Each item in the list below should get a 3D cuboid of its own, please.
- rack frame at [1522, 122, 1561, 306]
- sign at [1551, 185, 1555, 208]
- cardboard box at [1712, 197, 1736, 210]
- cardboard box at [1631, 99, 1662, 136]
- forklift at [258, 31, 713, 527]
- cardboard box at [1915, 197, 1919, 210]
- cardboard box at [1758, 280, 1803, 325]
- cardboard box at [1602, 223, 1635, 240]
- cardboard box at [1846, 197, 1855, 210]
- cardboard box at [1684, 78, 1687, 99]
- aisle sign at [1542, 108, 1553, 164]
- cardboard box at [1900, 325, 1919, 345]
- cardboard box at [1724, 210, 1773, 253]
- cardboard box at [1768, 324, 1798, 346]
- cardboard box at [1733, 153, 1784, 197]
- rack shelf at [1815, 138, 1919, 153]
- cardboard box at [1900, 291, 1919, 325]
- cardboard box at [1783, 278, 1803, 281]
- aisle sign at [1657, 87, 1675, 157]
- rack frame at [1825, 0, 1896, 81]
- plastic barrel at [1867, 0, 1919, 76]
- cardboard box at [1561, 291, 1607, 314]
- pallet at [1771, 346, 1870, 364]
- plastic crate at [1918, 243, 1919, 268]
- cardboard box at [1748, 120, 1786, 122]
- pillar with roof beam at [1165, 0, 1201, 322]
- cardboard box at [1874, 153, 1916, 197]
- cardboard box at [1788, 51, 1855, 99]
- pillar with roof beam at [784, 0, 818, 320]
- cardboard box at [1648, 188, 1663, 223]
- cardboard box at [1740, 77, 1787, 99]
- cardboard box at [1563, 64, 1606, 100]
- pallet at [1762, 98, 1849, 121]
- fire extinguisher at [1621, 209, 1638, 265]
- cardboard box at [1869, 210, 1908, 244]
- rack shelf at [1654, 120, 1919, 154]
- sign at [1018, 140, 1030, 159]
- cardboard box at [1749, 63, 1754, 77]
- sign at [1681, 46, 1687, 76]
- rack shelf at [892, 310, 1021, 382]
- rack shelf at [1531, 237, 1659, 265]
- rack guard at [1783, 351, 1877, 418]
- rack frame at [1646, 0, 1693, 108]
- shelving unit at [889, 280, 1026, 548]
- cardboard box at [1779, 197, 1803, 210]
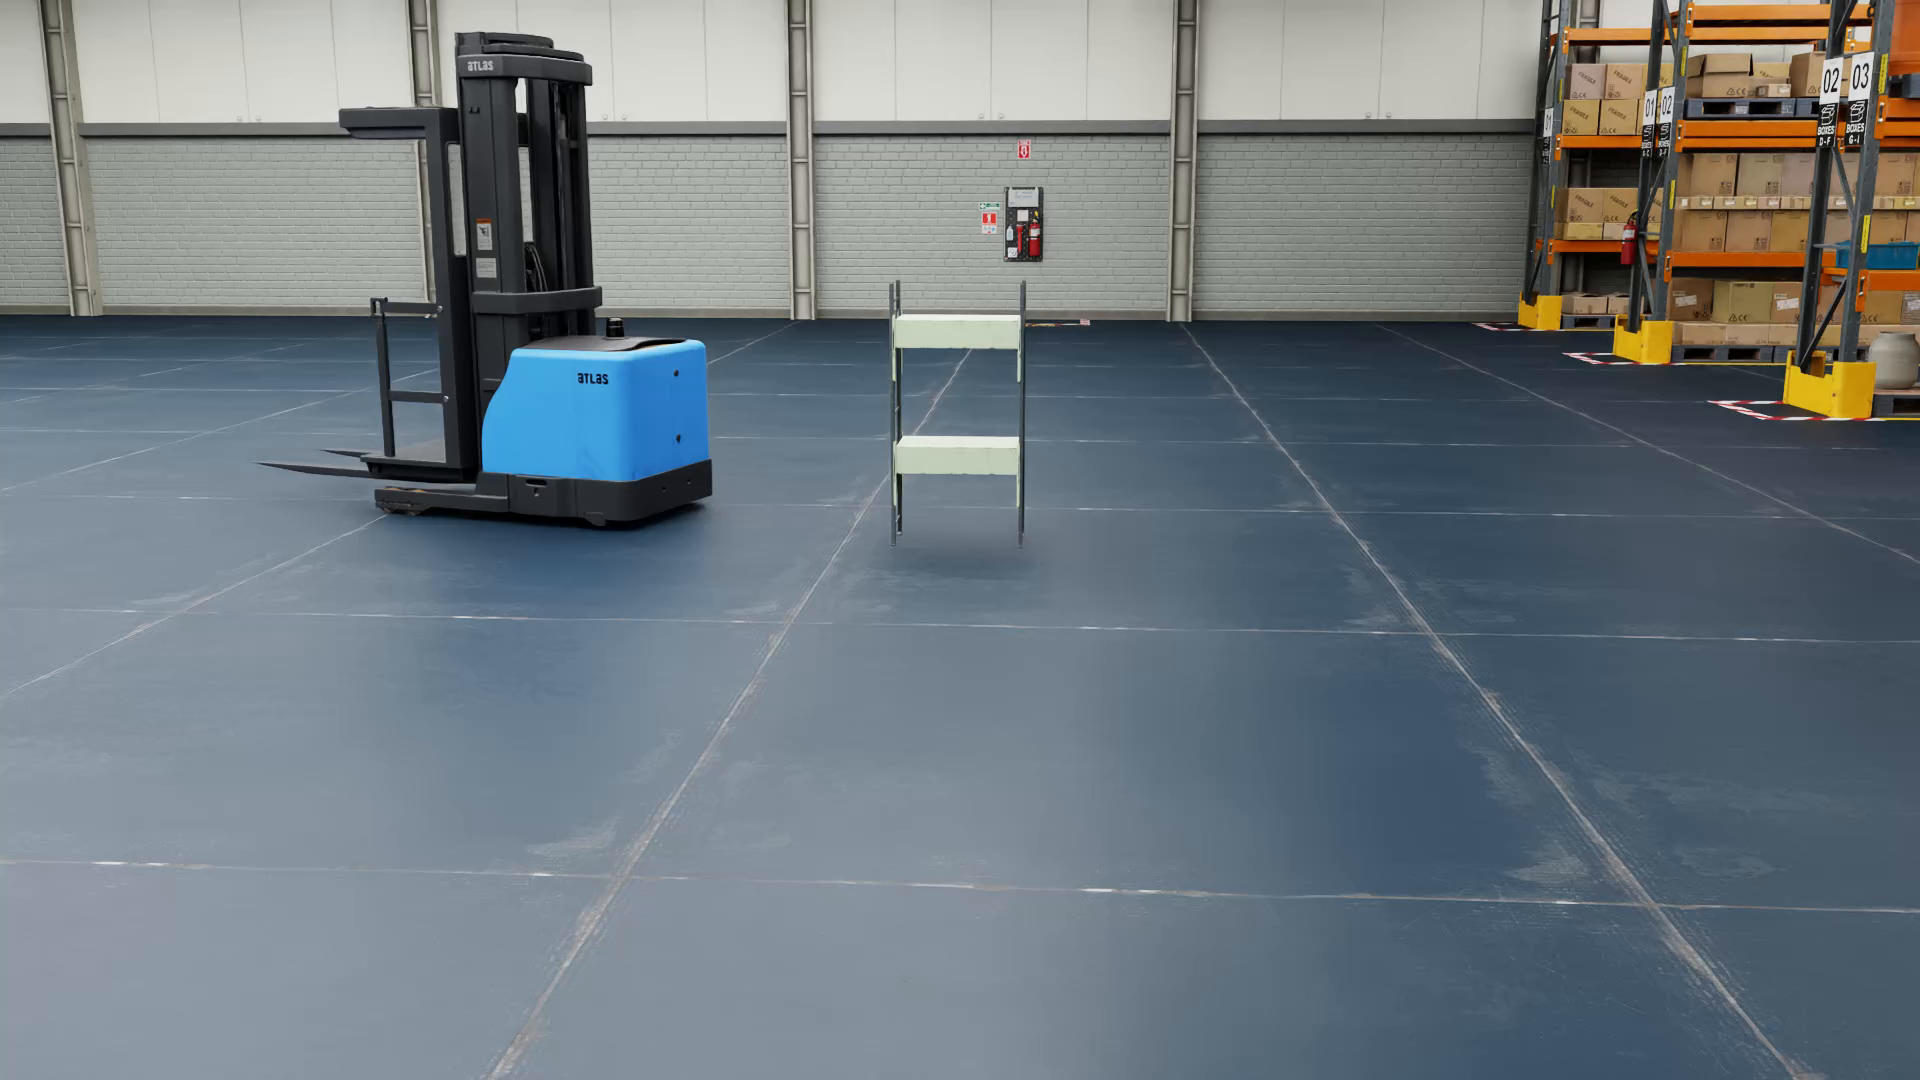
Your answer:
[{"bbox_3d":[8.703,-4.705,24.934,0.127,3.000,1.000,1,12,4],"label":"rack frame"},{"bbox_3d":[8.667,-5.018,24.315,0.005,0.325,0.100,1,12,4],"label":"sign"},{"bbox_3d":[9.017,-4.007,19.768,0.250,0.149,0.380,0,12,2],"label":"cardboard box"},{"bbox_3d":[10.072,-6.155,24.248,0.500,0.500,0.500,1,12,6],"label":"cardboard box"},{"bbox_3d":[-3.180,-1.684,10.660,3.031,2.935,1.130,5,13,21],"label":"forklift"},{"bbox_3d":[11.311,-3.975,19.615,0.250,0.149,0.380,1,12,4],"label":"cardboard box"},{"bbox_3d":[9.895,-2.856,19.954,0.500,0.500,0.500,1,12,4],"label":"cardboard box"},{"bbox_3d":[9.688,-4.565,24.585,0.500,0.250,0.500,0,12,2],"label":"cardboard box"},{"bbox_3d":[10.549,-3.985,19.665,0.250,0.149,0.380,1,12,6],"label":"cardboard box"},{"bbox_3d":[10.688,-6.744,24.620,0.500,0.500,0.500,1,12,4],"label":"cardboard box"},{"bbox_3d":[8.612,-5.917,24.379,0.004,0.787,0.394,1,12,4],"label":"aisle sign"},{"bbox_3d":[11.392,-2.468,19.932,0.500,0.250,0.500,1,12,4],"label":"cardboard box"},{"bbox_3d":[9.365,-3.727,20.013,0.500,0.500,0.700,1,12,5],"label":"cardboard box"},{"bbox_3d":[9.894,-2.487,20.019,0.500,0.250,0.500,1,12,4],"label":"cardboard box"},{"bbox_3d":[9.419,-4.361,19.877,0.500,0.500,0.700,0,12,2],"label":"cardboard box"},{"bbox_3d":[14.690,-5.739,24.308,4.000,0.370,1.077,1,12,4],"label":"rack shelf"},{"bbox_3d":[11.392,-2.836,19.857,0.500,0.500,0.500,1,12,4],"label":"cardboard box"},{"bbox_3d":[10.429,-2.955,20.428,0.500,0.500,0.500,1,12,4],"label":"cardboard box"},{"bbox_3d":[8.290,-4.904,19.535,0.004,0.787,0.394,1,12,4],"label":"aisle sign"},{"bbox_3d":[8.041,-5.617,14.644,0.127,3.000,1.000,1,12,4],"label":"rack frame"},{"bbox_3d":[8.535,-4.584,14.956,0.708,0.830,0.600,1,12,4],"label":"plastic barrel"},{"bbox_3d":[9.388,-3.576,25.031,0.500,0.311,0.500,-1,12,-3],"label":"cardboard box"},{"bbox_3d":[10.356,-2.309,20.289,1.213,0.211,1.003,1,12,4],"label":"pallet"},{"bbox_3d":[9.208,-2.652,15.485,0.408,0.251,0.499,1,12,4],"label":"plastic crate"},{"bbox_3d":[11.670,-6.143,24.190,0.500,0.500,0.500,0,12,-1],"label":"cardboard box"},{"bbox_3d":[3.185,-7.011,21.306,0.400,9.000,9.100,1,12,4],"label":"pillar with roof beam"},{"bbox_3d":[10.920,-4.340,19.779,0.500,0.500,0.700,1,12,4],"label":"cardboard box"},{"bbox_3d":[10.015,-5.405,19.345,0.500,0.500,0.500,1,12,4],"label":"cardboard box"},{"bbox_3d":[-2.801,-7.093,21.699,0.400,9.000,9.100,1,12,4],"label":"pillar with roof beam"},{"bbox_3d":[10.167,-4.923,24.463,0.500,0.500,0.500,0,12,2],"label":"cardboard box"},{"bbox_3d":[9.543,-5.400,19.929,0.500,0.250,0.500,1,12,4],"label":"cardboard box"},{"bbox_3d":[9.072,-6.666,24.250,0.500,0.500,0.500,0,12,0],"label":"cardboard box"},{"bbox_3d":[10.300,-5.087,19.649,1.213,0.211,1.003,1,12,4],"label":"pallet"},{"bbox_3d":[8.289,-3.751,20.565,0.183,0.674,0.296,1,12,4],"label":"fire extinguisher"},{"bbox_3d":[10.897,-3.705,19.911,0.500,0.500,0.700,1,12,5],"label":"cardboard box"},{"bbox_3d":[10.372,-4.782,19.731,4.000,0.370,1.077,1,12,4],"label":"rack shelf"},{"bbox_3d":[1.008,-6.151,26.184,0.199,0.298,0.001,1,12,4],"label":"sign"},{"bbox_3d":[11.107,-6.628,24.068,0.500,0.500,0.500,0,12,2],"label":"cardboard box"},{"bbox_3d":[8.333,-5.514,19.149,0.005,0.325,0.100,1,12,4],"label":"sign"},{"bbox_3d":[-0.007,-1.116,9.535,0.720,0.370,0.431,1,12,4],"label":"rack shelf"},{"bbox_3d":[10.699,-4.325,24.877,4.000,0.370,1.077,1,12,4],"label":"rack shelf"},{"bbox_3d":[8.120,-1.466,15.555,0.348,0.500,1.175,1,12,4],"label":"rack guard"},{"bbox_3d":[8.376,-6.629,19.481,0.127,3.000,1.000,1,12,4],"label":"rack frame"},{"bbox_3d":[-0.007,-0.734,9.615,0.755,1.500,0.431,1,12,4],"label":"shelving unit"},{"bbox_3d":[9.783,-3.996,19.717,0.250,0.149,0.380,0,12,2],"label":"cardboard box"}]
